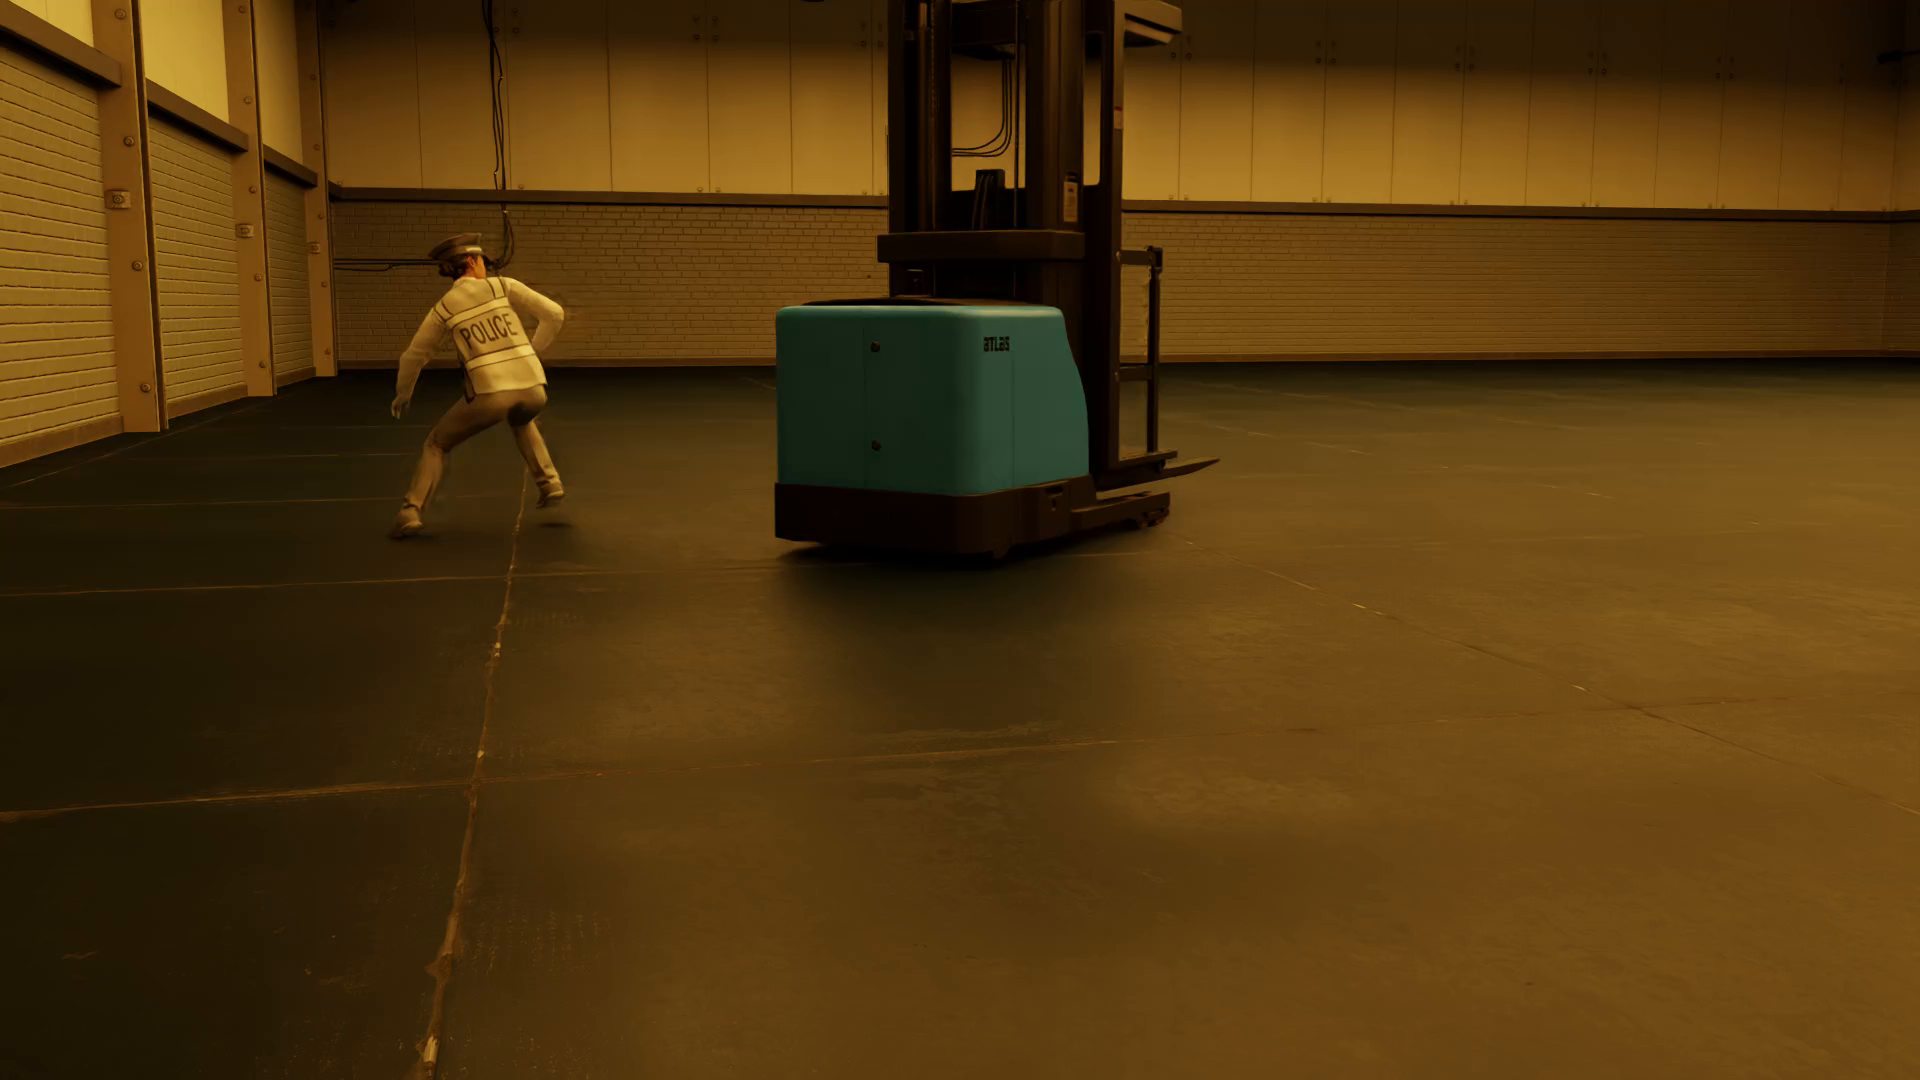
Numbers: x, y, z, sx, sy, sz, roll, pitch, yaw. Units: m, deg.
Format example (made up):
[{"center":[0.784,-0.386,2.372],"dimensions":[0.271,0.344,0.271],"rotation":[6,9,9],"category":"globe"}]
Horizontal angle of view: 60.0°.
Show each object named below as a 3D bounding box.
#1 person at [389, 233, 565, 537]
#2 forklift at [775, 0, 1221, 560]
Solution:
[{"center":[-2.337,-0.728,7.979],"dimensions":[0.850,1.465,0.716],"rotation":[-4,9,-28],"category":"person"},{"center":[0.390,-1.533,8.088],"dimensions":[1.130,2.935,3.031],"rotation":[5,9,31],"category":"forklift"}]
